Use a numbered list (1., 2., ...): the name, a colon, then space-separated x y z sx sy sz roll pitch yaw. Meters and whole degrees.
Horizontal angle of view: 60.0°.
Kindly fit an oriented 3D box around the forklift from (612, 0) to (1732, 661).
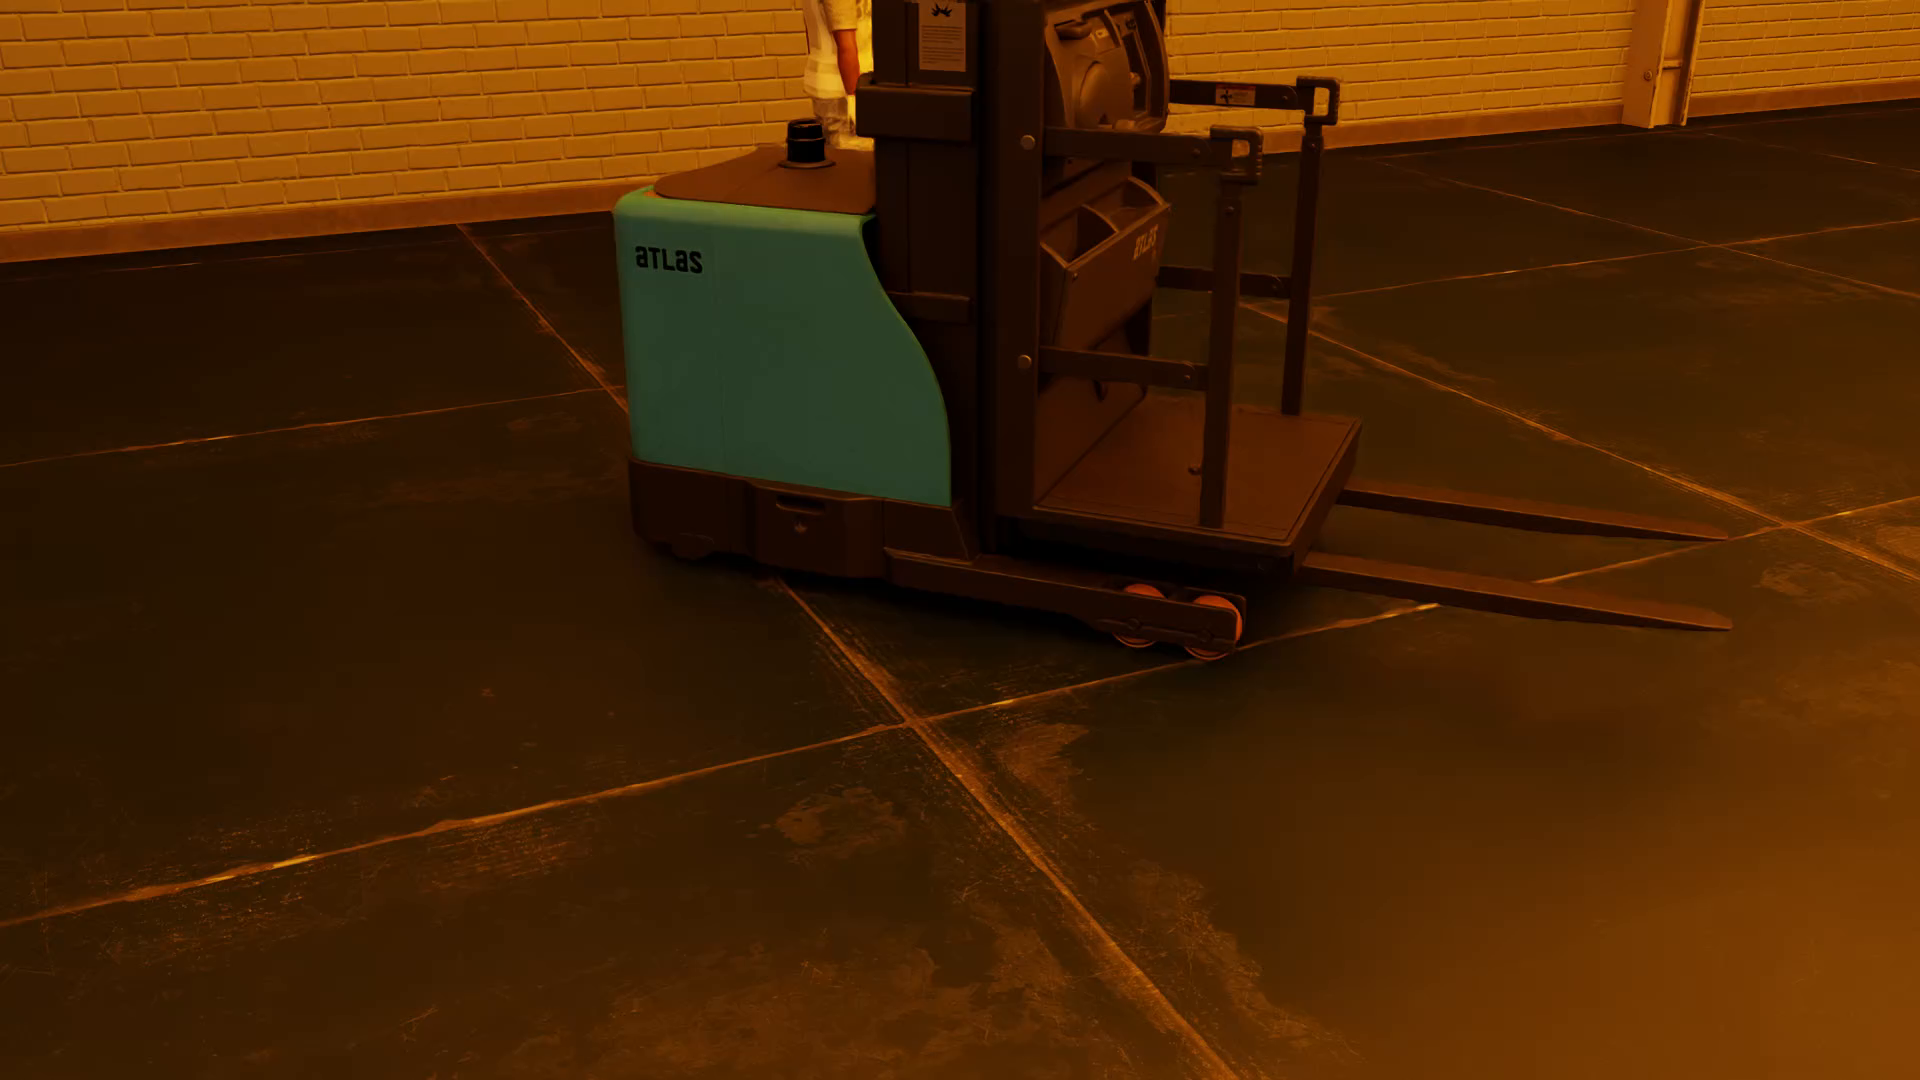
1. forklift: 0.583 -1.270 4.344 3.031 2.935 1.130 9 24 20

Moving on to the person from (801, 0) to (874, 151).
1. person: -0.533 -2.072 7.765 0.369 1.790 0.549 -8 24 -18
